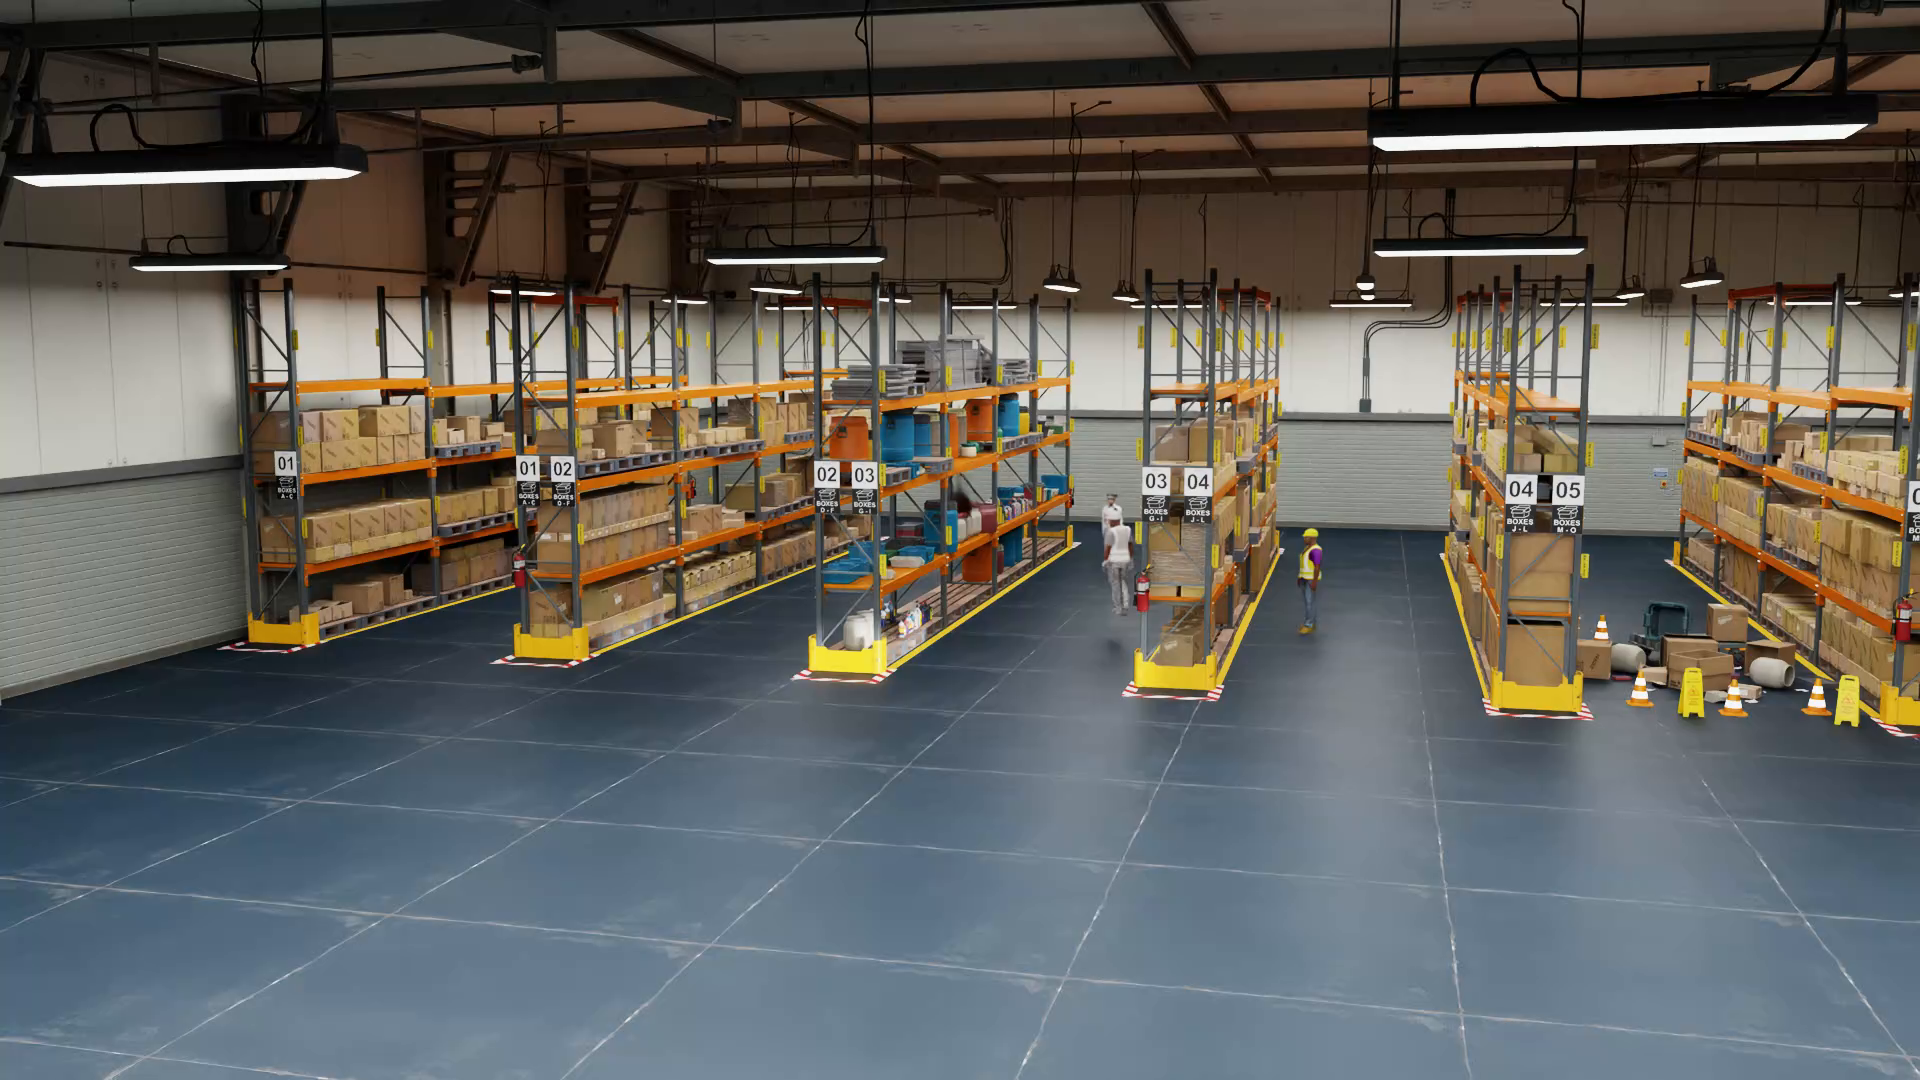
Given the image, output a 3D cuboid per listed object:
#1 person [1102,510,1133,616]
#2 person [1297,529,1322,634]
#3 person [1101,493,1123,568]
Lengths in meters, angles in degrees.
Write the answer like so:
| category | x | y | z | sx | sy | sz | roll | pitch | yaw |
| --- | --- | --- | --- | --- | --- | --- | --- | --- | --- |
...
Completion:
| category | x | y | z | sx | sy | sz | roll | pitch | yaw |
| --- | --- | --- | --- | --- | --- | --- | --- | --- | --- |
| person | 2.719 | 0.417 | 28.653 | 0.575 | 1.868 | 0.384 | -3 | 7 | -24 |
| person | 6.000 | 0.698 | 28.689 | 0.548 | 1.783 | 0.576 | -3 | 8 | -24 |
| person | 3.377 | -0.235 | 36.918 | 0.492 | 1.629 | 0.975 | 1 | 7 | 8 |
